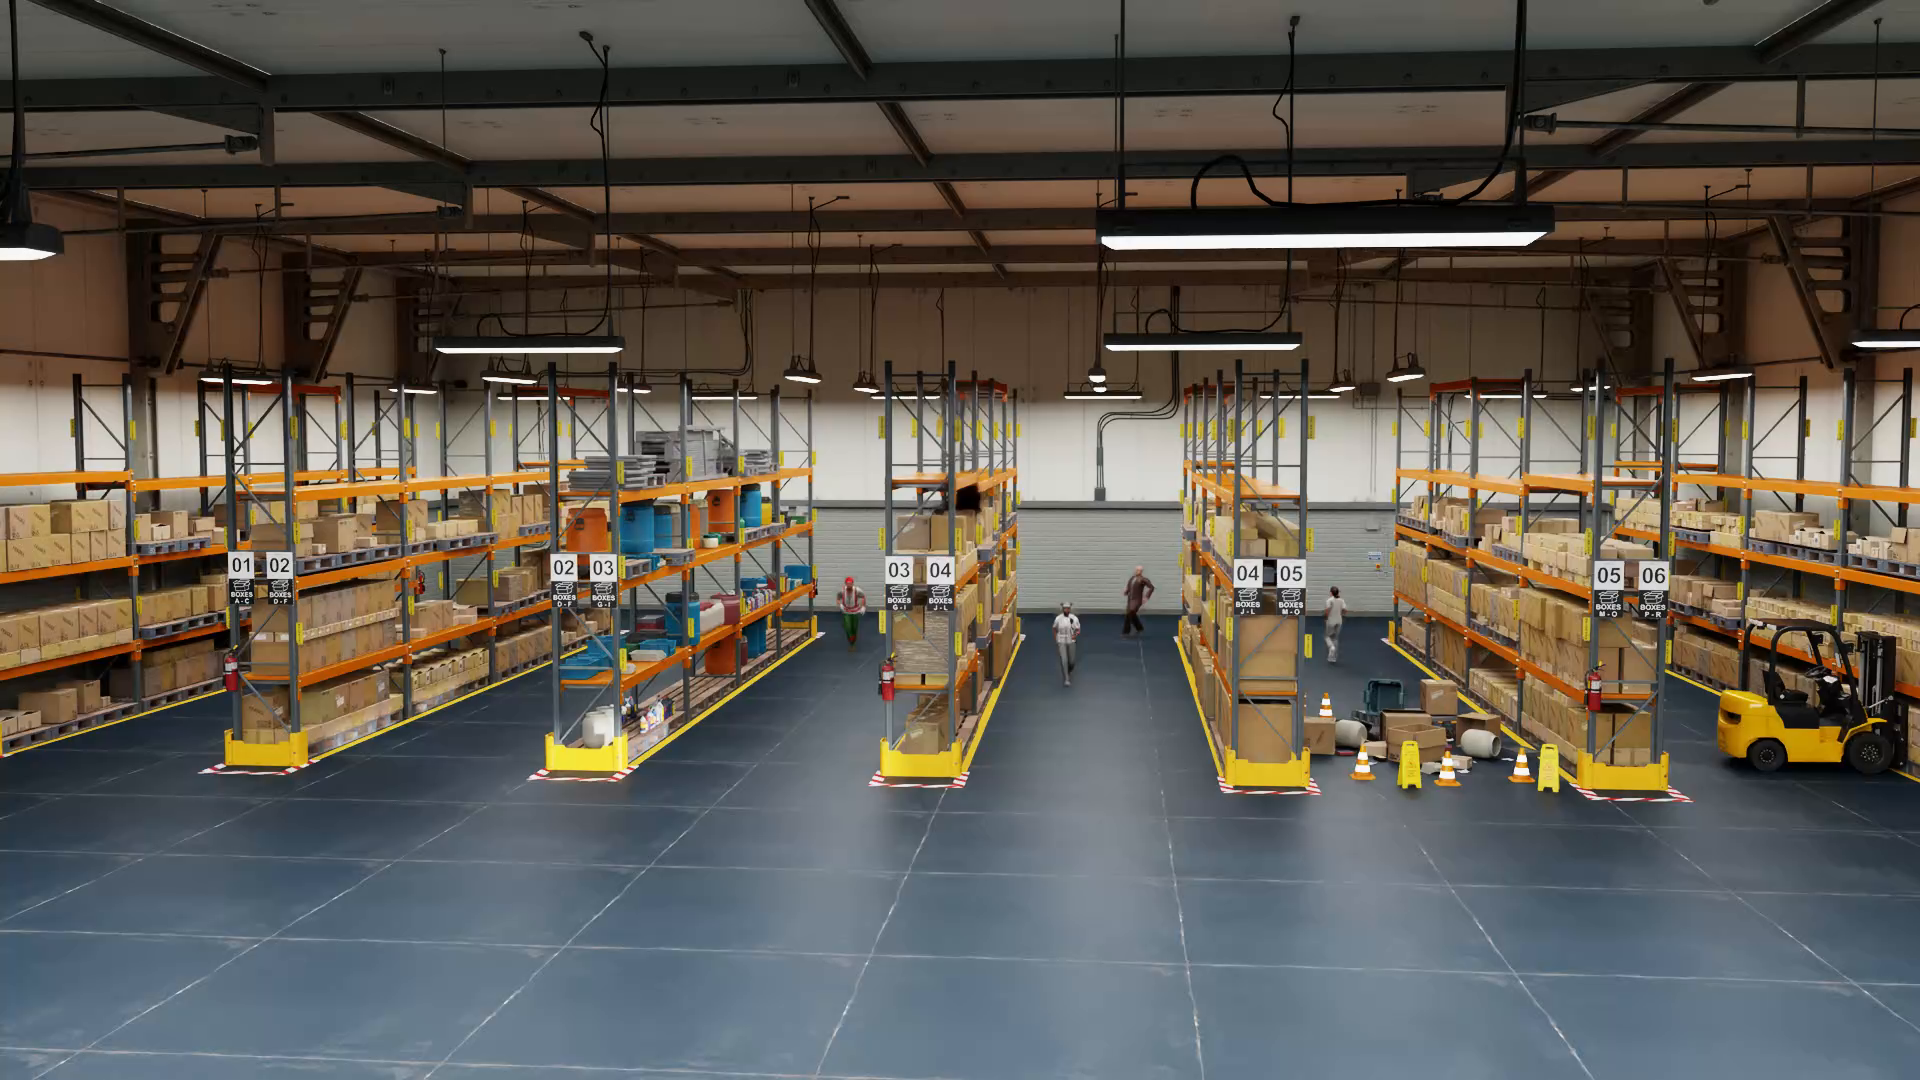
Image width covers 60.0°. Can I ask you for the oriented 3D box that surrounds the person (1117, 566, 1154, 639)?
[{"bbox_3d":[4.220,1.615,40.004,0.857,1.603,0.760,-2,4,-27],"label":"person"}]

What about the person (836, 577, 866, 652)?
[{"bbox_3d":[-2.483,1.678,37.852,0.655,1.710,0.789,0,4,7],"label":"person"}]

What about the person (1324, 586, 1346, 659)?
[{"bbox_3d":[8.103,1.792,36.101,0.553,1.568,0.532,-1,4,-13],"label":"person"}]

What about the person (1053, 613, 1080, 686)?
[{"bbox_3d":[2.095,2.139,32.800,0.537,1.413,0.633,0,4,4],"label":"person"}]
